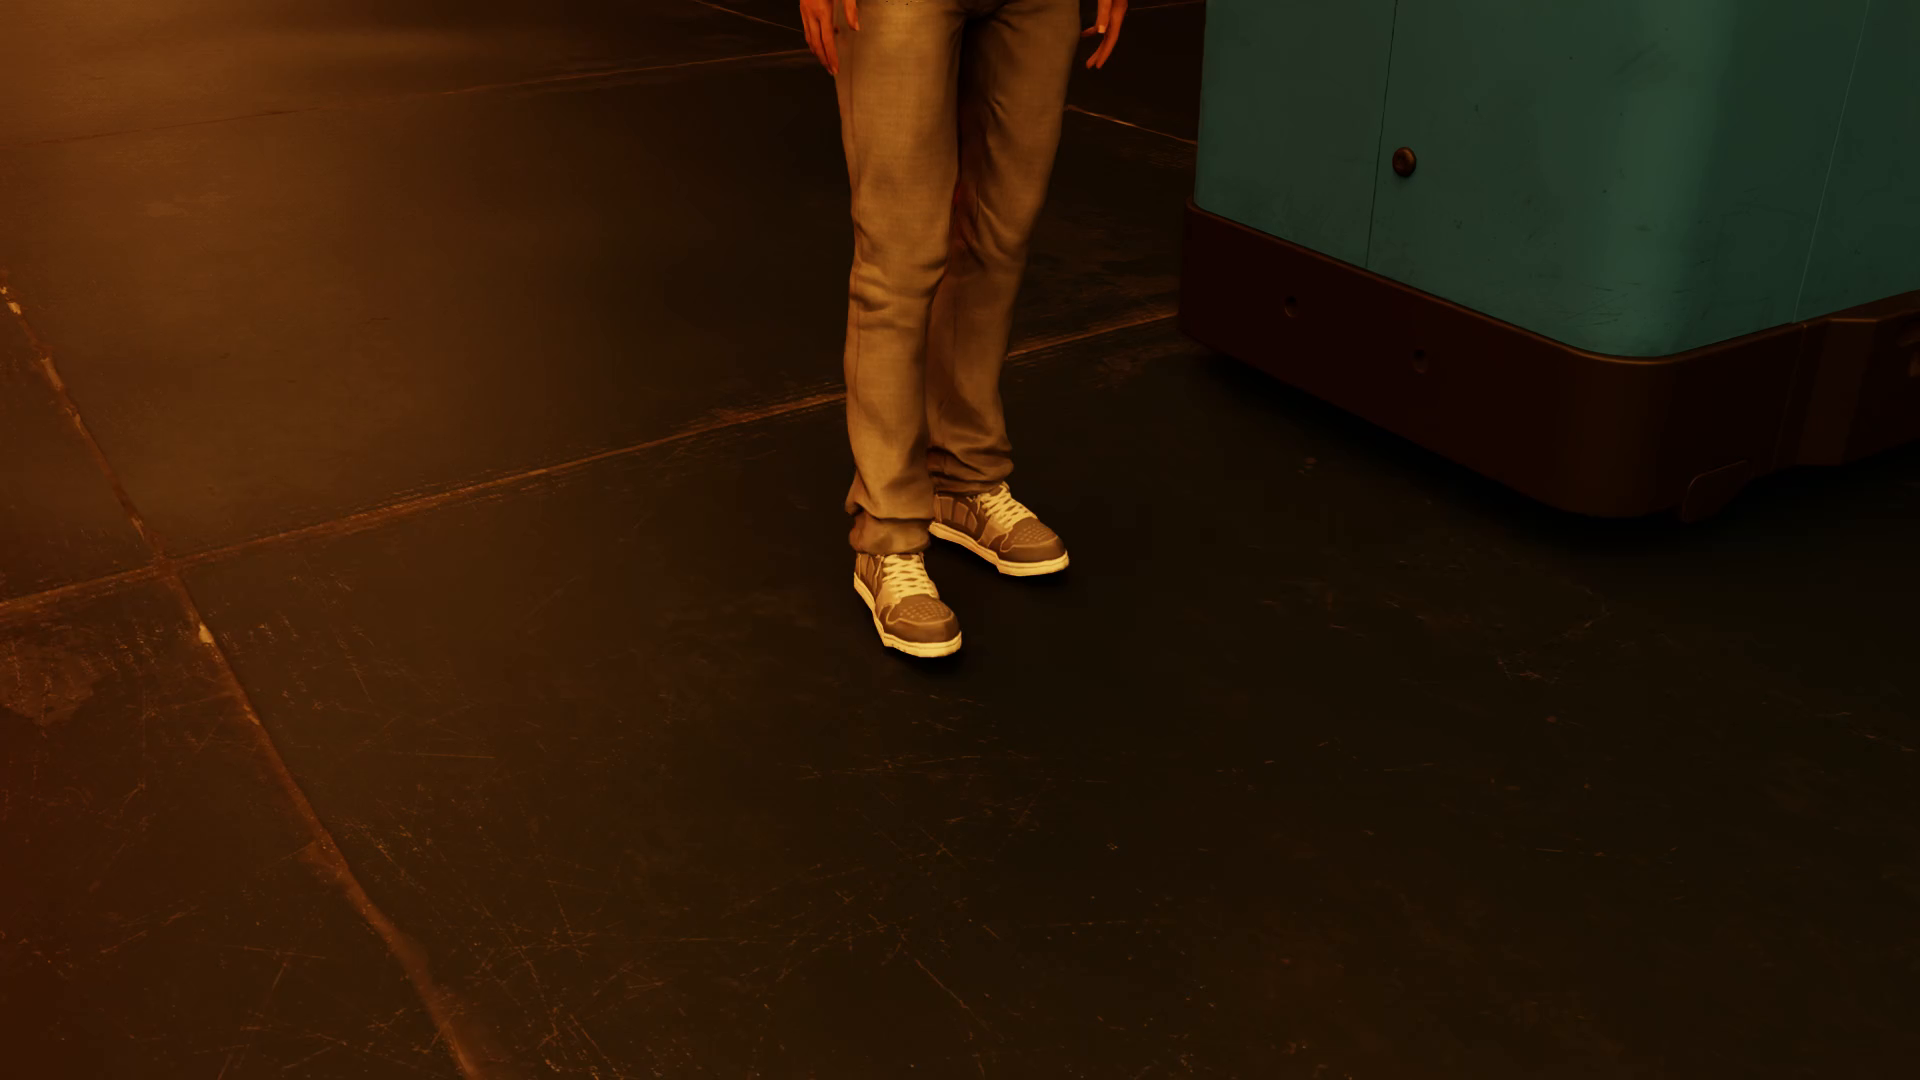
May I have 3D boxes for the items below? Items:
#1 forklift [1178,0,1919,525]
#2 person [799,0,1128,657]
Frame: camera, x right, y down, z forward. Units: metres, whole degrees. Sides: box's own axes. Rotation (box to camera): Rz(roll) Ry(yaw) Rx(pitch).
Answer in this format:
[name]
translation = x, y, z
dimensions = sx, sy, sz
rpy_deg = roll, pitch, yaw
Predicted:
[forklift]
translation = 1.940, -1.809, 2.837
dimensions = 3.031, 2.935, 1.130
rpy_deg = -15, 30, -27
[person]
translation = 0.036, -0.685, 2.071
dimensions = 0.505, 1.598, 0.482
rpy_deg = -15, 30, -27
